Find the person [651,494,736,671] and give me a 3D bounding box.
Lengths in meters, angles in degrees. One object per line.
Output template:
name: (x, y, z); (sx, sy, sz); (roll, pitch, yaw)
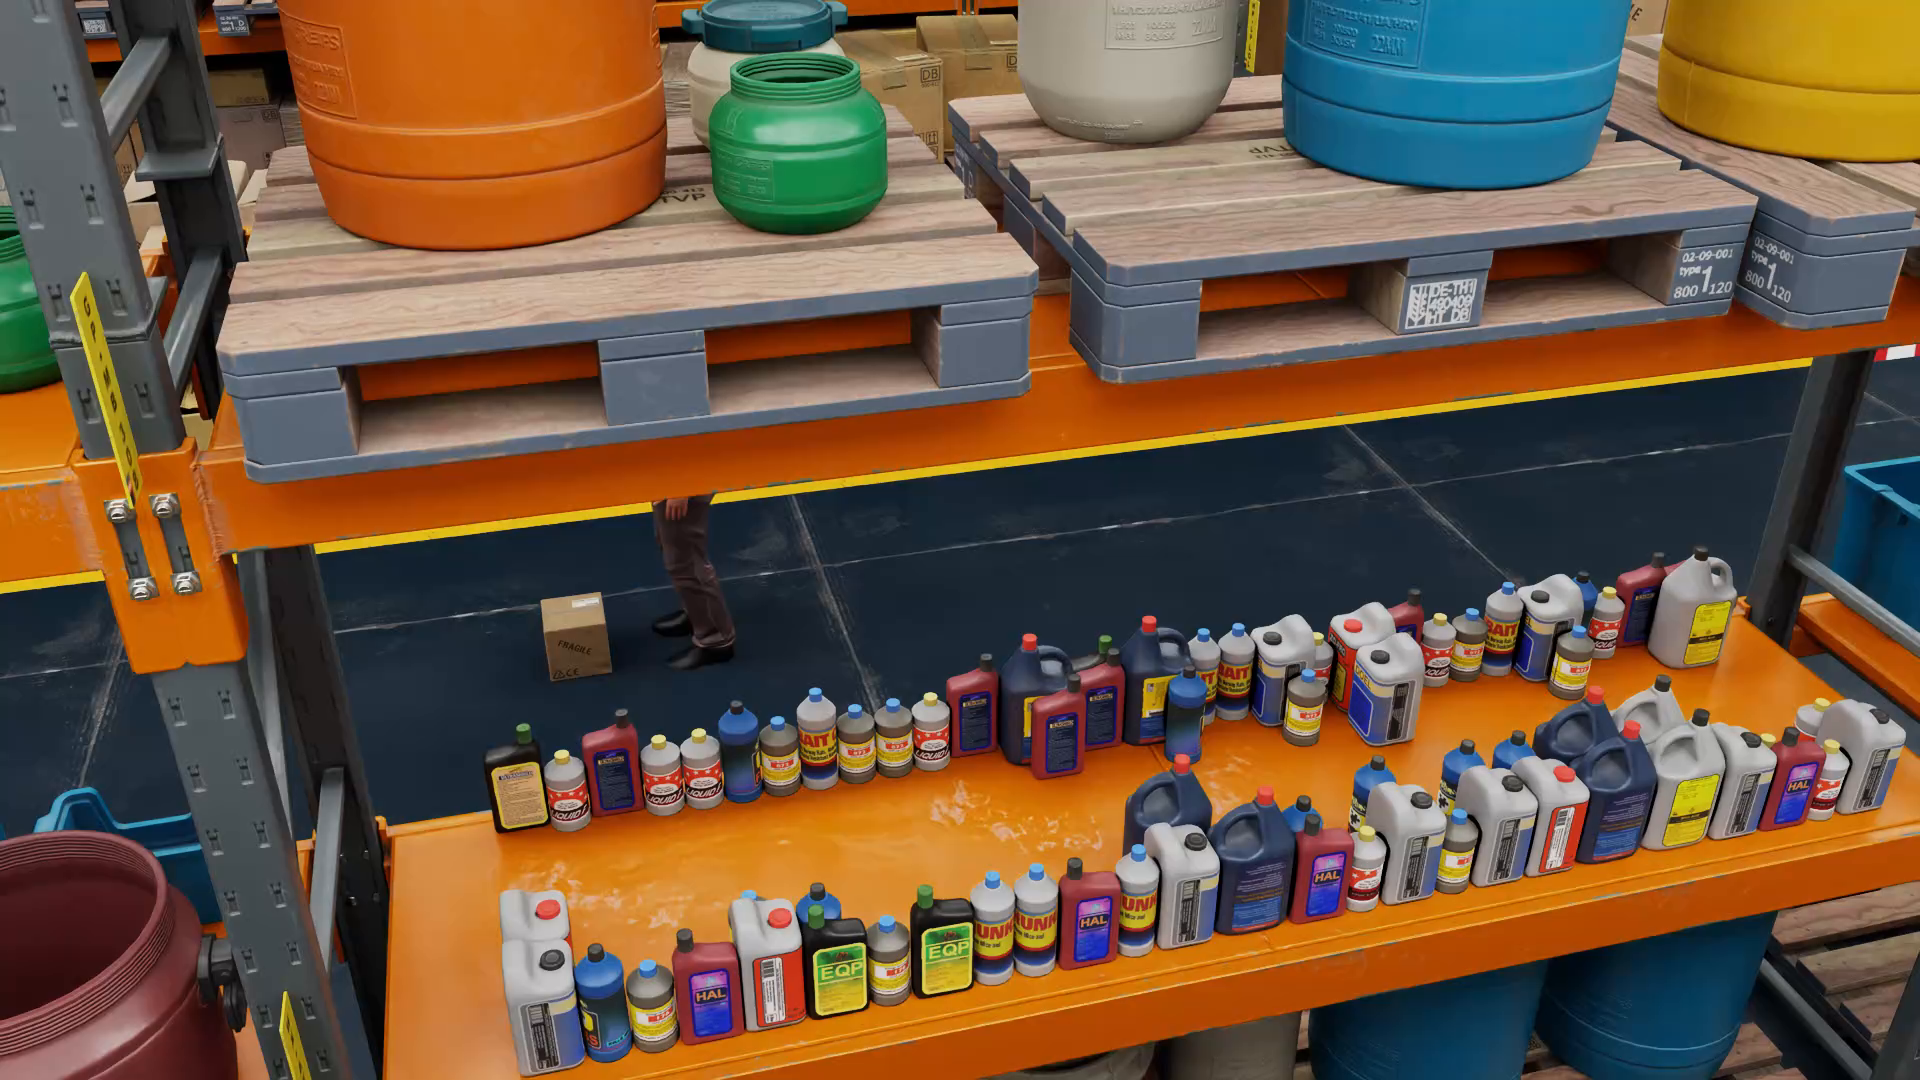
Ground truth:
person: (-1.130, -0.277, 6.666); (0.359, 1.742, 0.531); (-7, 31, -12)
